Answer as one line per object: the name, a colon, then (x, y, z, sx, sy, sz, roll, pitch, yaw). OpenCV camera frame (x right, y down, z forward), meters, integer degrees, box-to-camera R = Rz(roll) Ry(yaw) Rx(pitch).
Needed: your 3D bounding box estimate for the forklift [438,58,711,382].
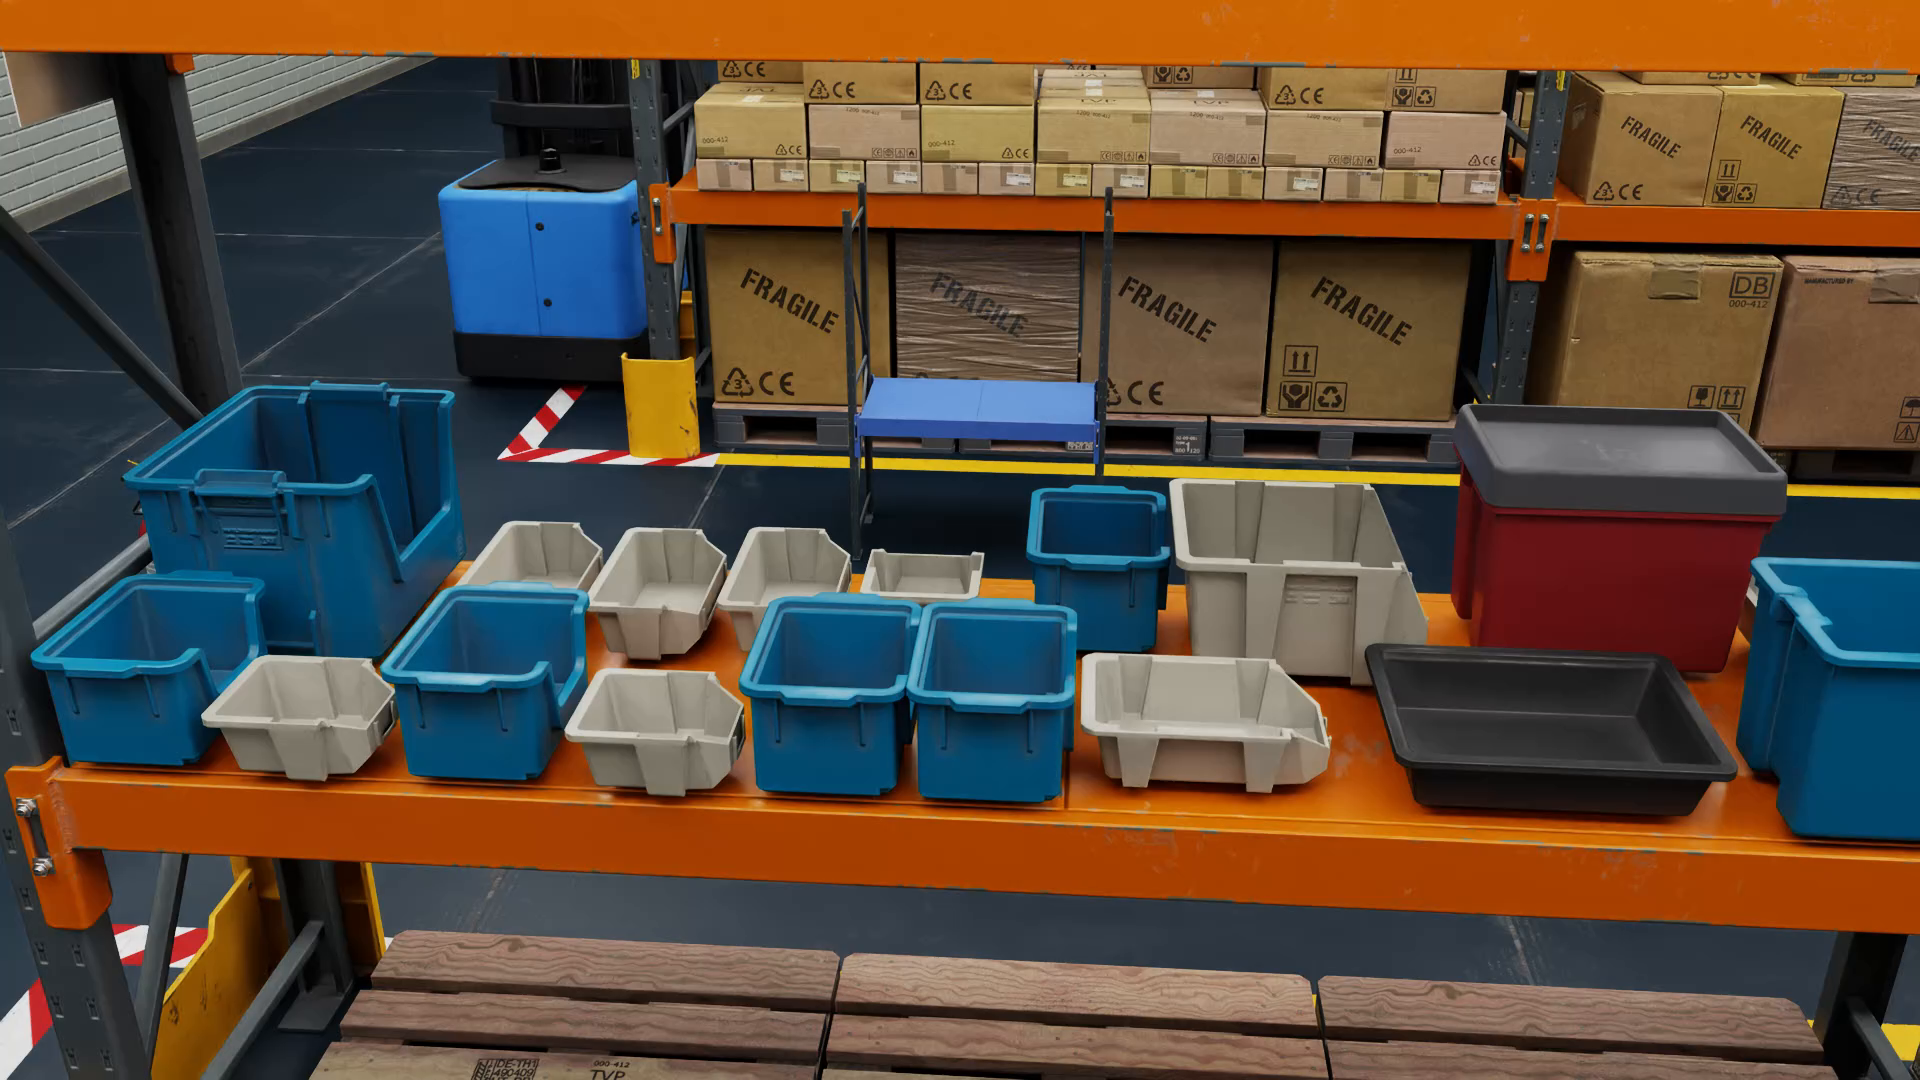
forklift: (-2.045, -2.760, 9.742, 1.130, 2.935, 3.031, 3, 25, 7)

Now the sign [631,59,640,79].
sign: (-1.437, -2.202, 7.317, 0.005, 0.325, 0.100, 2, 25, 4)

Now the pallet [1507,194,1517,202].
pallet: (3.856, -2.649, 12.754, 1.213, 0.211, 1.003, 2, 25, 4)

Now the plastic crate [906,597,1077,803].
plastic crate: (0.065, 0.306, 3.125, 0.300, 0.233, 0.416, 2, 25, 4)

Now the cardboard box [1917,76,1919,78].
cardboard box: (4.600, -1.970, 7.822, 0.500, 0.500, 0.500, 2, 25, 4)

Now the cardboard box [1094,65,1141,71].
cardboard box: (1.848, -5.126, 17.365, 0.875, 0.438, 0.875, 1, 25, 2)

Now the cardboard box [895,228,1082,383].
cardboard box: (0.163, -1.213, 8.338, 0.875, 0.875, 0.875, 2, 25, 4)

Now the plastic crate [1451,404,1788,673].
plastic crate: (1.349, -0.001, 3.515, 0.583, 0.464, 0.402, 2, 25, 4)

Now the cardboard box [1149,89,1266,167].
cardboard box: (1.114, -1.879, 7.570, 0.500, 0.250, 0.500, 2, 25, 5)

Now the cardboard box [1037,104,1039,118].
cardboard box: (0.678, -3.315, 13.063, 0.250, 0.149, 0.380, 3, 25, 6)

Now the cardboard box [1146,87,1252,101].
cardboard box: (1.139, -2.099, 8.047, 0.500, 0.250, 0.500, 2, 25, 5)

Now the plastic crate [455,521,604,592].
plastic crate: (-0.941, 0.104, 3.680, 0.243, 0.136, 0.396, 2, 25, 4)

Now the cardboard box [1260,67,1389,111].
cardboard box: (1.621, -2.205, 7.379, 0.500, 0.500, 0.500, 2, 25, 5)

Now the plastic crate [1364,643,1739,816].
plastic crate: (1.084, 0.362, 3.132, 0.590, 0.125, 0.437, 2, 25, 4)

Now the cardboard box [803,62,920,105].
cardboard box: (-0.432, -2.268, 7.516, 0.500, 0.500, 0.500, 1, 25, 3)

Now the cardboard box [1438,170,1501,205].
cardboard box: (2.270, -1.635, 7.515, 0.250, 0.149, 0.380, 2, 25, 4)

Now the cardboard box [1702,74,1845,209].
cardboard box: (3.540, -1.787, 7.425, 0.500, 0.500, 0.500, 2, 25, 4)

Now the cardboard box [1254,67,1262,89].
cardboard box: (1.651, -2.424, 7.857, 0.500, 0.500, 0.500, 2, 25, 4)

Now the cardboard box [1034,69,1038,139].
cardboard box: (0.128, -2.133, 8.121, 0.500, 0.250, 0.500, 1, 25, 2)

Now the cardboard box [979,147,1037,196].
cardboard box: (0.222, -1.701, 7.658, 0.250, 0.149, 0.380, 2, 25, 3)

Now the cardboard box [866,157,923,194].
cardboard box: (-0.289, -1.717, 7.694, 0.250, 0.149, 0.380, 1, 25, 3)

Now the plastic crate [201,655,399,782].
plastic crate: (-1.233, 0.343, 3.160, 0.298, 0.136, 0.250, 2, 25, 4)

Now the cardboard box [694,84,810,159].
cardboard box: (-0.931, -1.943, 7.708, 0.500, 0.250, 0.500, 1, 25, 3)

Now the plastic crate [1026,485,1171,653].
plastic crate: (0.299, 0.068, 3.642, 0.300, 0.233, 0.416, 2, 25, 4)

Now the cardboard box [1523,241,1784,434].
cardboard box: (3.239, -1.089, 8.068, 0.875, 0.875, 1.225, 2, 25, 4)

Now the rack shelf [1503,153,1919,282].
rack shelf: (4.594, -1.485, 7.750, 4.000, 0.370, 1.077, 2, 25, 4)

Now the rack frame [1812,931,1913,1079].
rack frame: (2.220, 0.188, 3.252, 0.127, 3.000, 1.000, 2, 25, 4)

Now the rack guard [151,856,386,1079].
rack guard: (-1.793, 1.201, 4.043, 0.348, 0.500, 1.175, 2, 25, 4)

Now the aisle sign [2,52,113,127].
aisle sign: (-1.817, -1.245, 3.257, 0.004, 0.787, 0.394, 2, 25, 4)

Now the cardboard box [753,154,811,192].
cardboard box: (-0.804, -1.733, 7.729, 0.250, 0.149, 0.380, 1, 25, 3)

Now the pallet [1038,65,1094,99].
pallet: (1.386, -4.834, 17.504, 1.213, 0.211, 1.003, 2, 25, 4)

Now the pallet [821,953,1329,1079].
pallet: (0.264, 1.410, 3.933, 1.213, 0.211, 1.003, 2, 25, 4)

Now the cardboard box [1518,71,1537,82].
cardboard box: (4.353, -3.395, 12.631, 0.500, 0.250, 0.500, 3, 25, 6)

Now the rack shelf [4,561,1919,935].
rack shelf: (0.226, 0.451, 3.542, 4.000, 0.370, 1.077, 2, 25, 4)

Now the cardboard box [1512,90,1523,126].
cardboard box: (3.796, -3.202, 12.211, 0.500, 0.250, 0.500, 1, 25, 2)

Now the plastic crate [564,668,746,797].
plastic crate: (-0.557, 0.365, 3.113, 0.298, 0.136, 0.250, 2, 25, 4)

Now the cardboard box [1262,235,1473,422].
cardboard box: (1.948, -1.156, 8.213, 0.875, 0.875, 0.875, 2, 25, 4)

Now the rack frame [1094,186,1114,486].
rack frame: (0.592, -0.662, 6.895, 0.032, 1.500, 0.500, 2, 25, 4)

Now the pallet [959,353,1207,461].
pallet: (0.628, -0.704, 8.527, 1.213, 0.211, 1.003, 2, 25, 4)

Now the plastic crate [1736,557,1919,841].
plastic crate: (1.729, 0.296, 2.966, 0.575, 0.384, 0.392, 2, 25, 4)

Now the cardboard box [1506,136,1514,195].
cardboard box: (3.796, -2.861, 12.367, 0.500, 0.500, 0.500, 3, 25, 6)

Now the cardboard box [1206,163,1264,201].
cardboard box: (1.244, -1.668, 7.587, 0.250, 0.149, 0.380, 2, 25, 5)

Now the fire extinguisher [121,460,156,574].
fire extinguisher: (-1.884, 0.071, 4.046, 0.183, 0.674, 0.296, 2, 25, 4)

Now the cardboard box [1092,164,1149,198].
cardboard box: (0.735, -1.685, 7.623, 0.250, 0.149, 0.380, 2, 25, 5)

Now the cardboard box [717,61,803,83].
cardboard box: (-0.883, -2.505, 8.033, 0.500, 0.500, 0.500, 2, 25, 5)

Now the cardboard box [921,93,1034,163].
cardboard box: (0.089, -1.912, 7.639, 0.500, 0.250, 0.500, 1, 25, 2)

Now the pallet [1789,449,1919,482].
pallet: (4.594, -0.578, 8.253, 1.213, 0.211, 1.003, 2, 25, 4)

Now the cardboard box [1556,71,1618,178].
cardboard box: (3.087, -2.020, 7.932, 0.500, 0.500, 0.500, 2, 25, 4)

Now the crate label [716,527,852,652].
crate label: (-0.374, 0.118, 3.650, 0.243, 0.136, 0.396, 2, 25, 4)

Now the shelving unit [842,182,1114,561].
shelving unit: (0.085, -0.679, 6.931, 1.048, 1.500, 0.538, 2, 25, 4)

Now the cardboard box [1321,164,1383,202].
cardboard box: (1.758, -1.651, 7.551, 0.250, 0.149, 0.380, 1, 25, 3)

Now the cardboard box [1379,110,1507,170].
cardboard box: (2.139, -1.848, 7.501, 0.500, 0.250, 0.500, 1, 25, 3)

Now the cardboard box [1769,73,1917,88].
cardboard box: (3.920, -2.333, 7.413, 0.637, 0.503, 0.797, 2, 25, 5)

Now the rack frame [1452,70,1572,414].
rack frame: (2.599, -1.876, 7.738, 0.127, 3.000, 1.000, 2, 25, 4)
